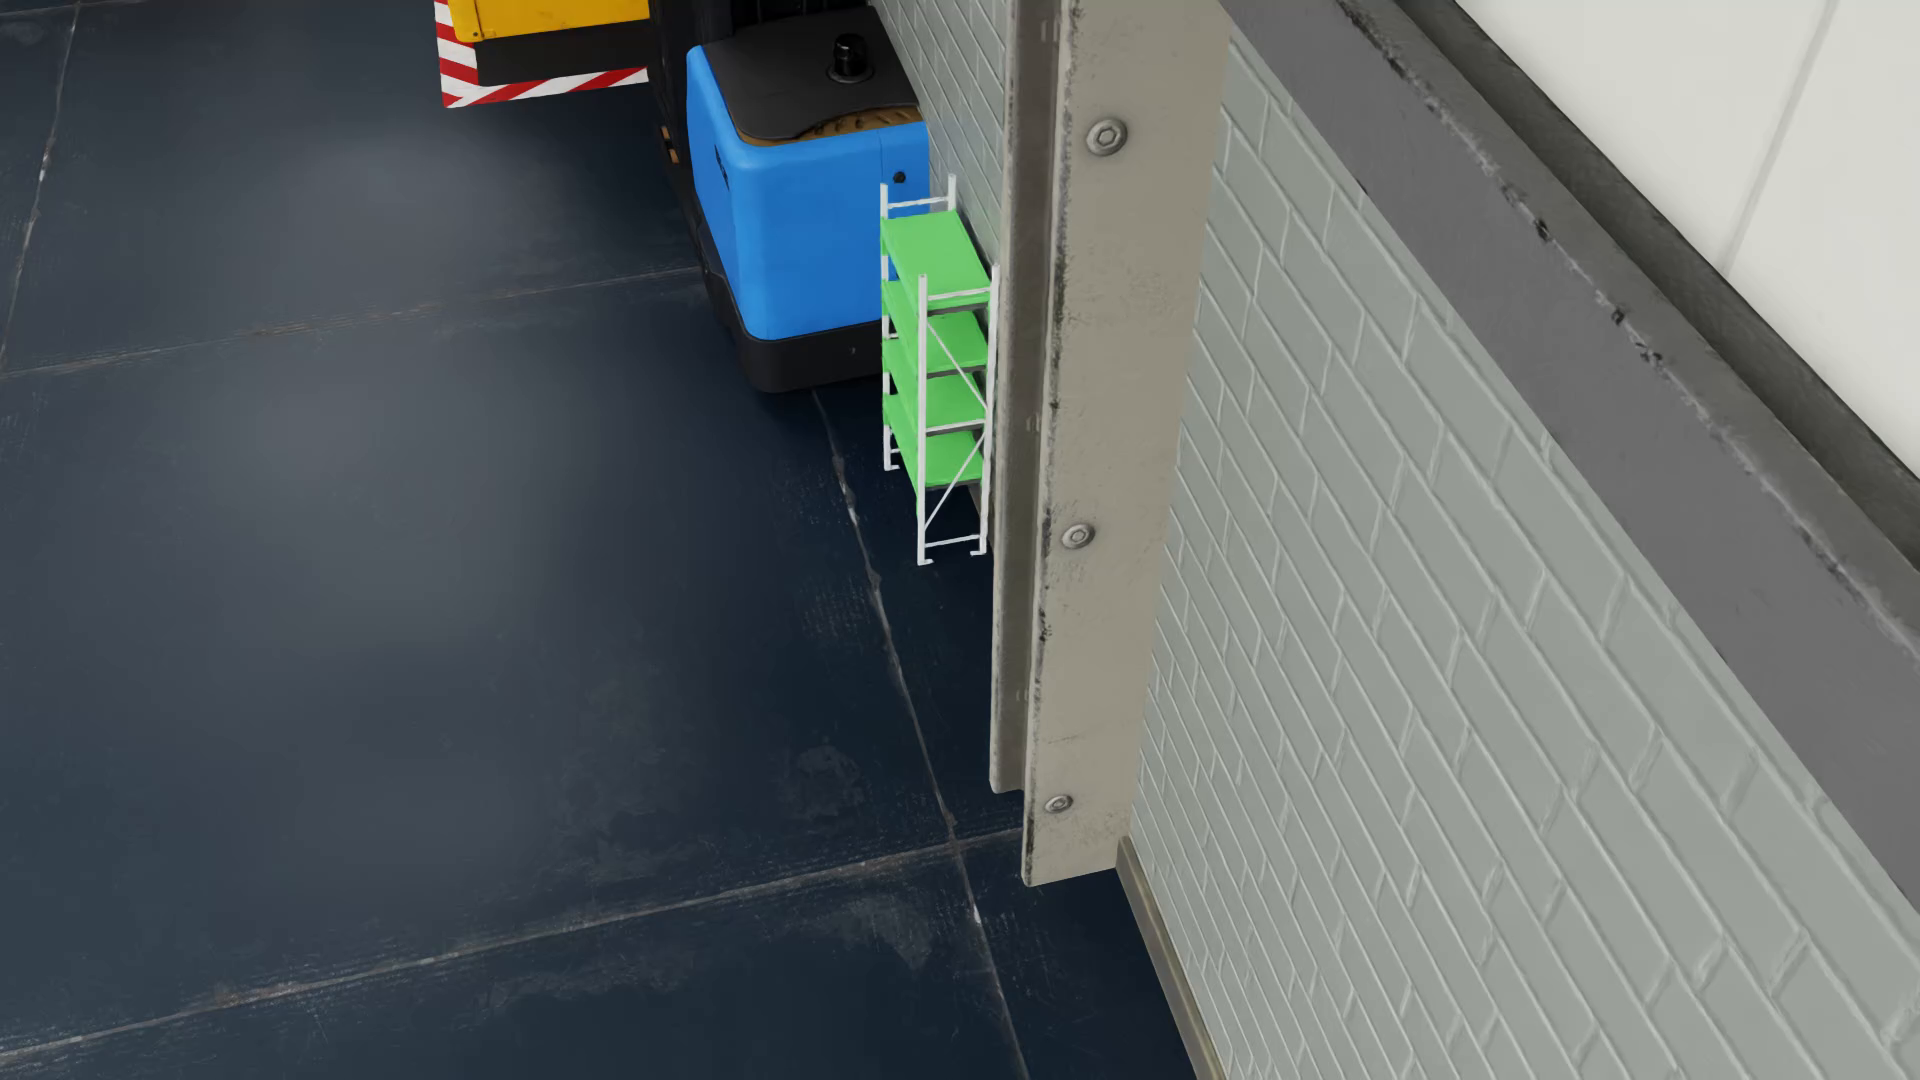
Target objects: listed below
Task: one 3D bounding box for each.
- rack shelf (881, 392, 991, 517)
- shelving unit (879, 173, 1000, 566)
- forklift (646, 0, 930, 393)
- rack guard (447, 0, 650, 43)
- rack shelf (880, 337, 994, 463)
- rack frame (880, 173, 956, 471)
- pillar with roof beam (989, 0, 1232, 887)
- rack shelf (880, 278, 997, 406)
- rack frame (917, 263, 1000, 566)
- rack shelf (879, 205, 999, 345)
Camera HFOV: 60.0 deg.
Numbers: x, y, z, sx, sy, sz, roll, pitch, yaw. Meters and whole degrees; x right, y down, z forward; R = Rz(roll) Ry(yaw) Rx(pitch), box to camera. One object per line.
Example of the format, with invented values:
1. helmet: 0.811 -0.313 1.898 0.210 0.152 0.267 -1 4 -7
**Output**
1. rack shelf: -0.085 -0.315 5.640 0.258 0.148 0.480 -10 46 -12
2. shelving unit: -0.079 -0.529 5.424 0.258 1.200 0.503 -10 46 -12
3. forklift: -0.717 -2.646 6.291 1.130 2.935 3.031 -13 47 -12
4. rack guard: -1.936 -2.823 8.167 1.175 0.500 0.348 -11 47 -10
5. rack shelf: -0.080 -0.484 5.469 0.258 0.148 0.480 -10 46 -12
6. rack frame: -0.143 -0.697 5.588 0.240 1.200 0.015 -10 46 -12
7. pillar with roof beam: -3.875 -1.530 0.949 9.100 9.000 0.400 -11 47 -10
8. rack shelf: -0.075 -0.653 5.299 0.258 0.148 0.480 -10 46 -12
9. rack frame: -0.014 -0.361 5.259 0.240 1.200 0.015 -10 46 -12
10. rack shelf: -0.069 -0.822 5.128 0.258 0.148 0.480 -10 46 -12
